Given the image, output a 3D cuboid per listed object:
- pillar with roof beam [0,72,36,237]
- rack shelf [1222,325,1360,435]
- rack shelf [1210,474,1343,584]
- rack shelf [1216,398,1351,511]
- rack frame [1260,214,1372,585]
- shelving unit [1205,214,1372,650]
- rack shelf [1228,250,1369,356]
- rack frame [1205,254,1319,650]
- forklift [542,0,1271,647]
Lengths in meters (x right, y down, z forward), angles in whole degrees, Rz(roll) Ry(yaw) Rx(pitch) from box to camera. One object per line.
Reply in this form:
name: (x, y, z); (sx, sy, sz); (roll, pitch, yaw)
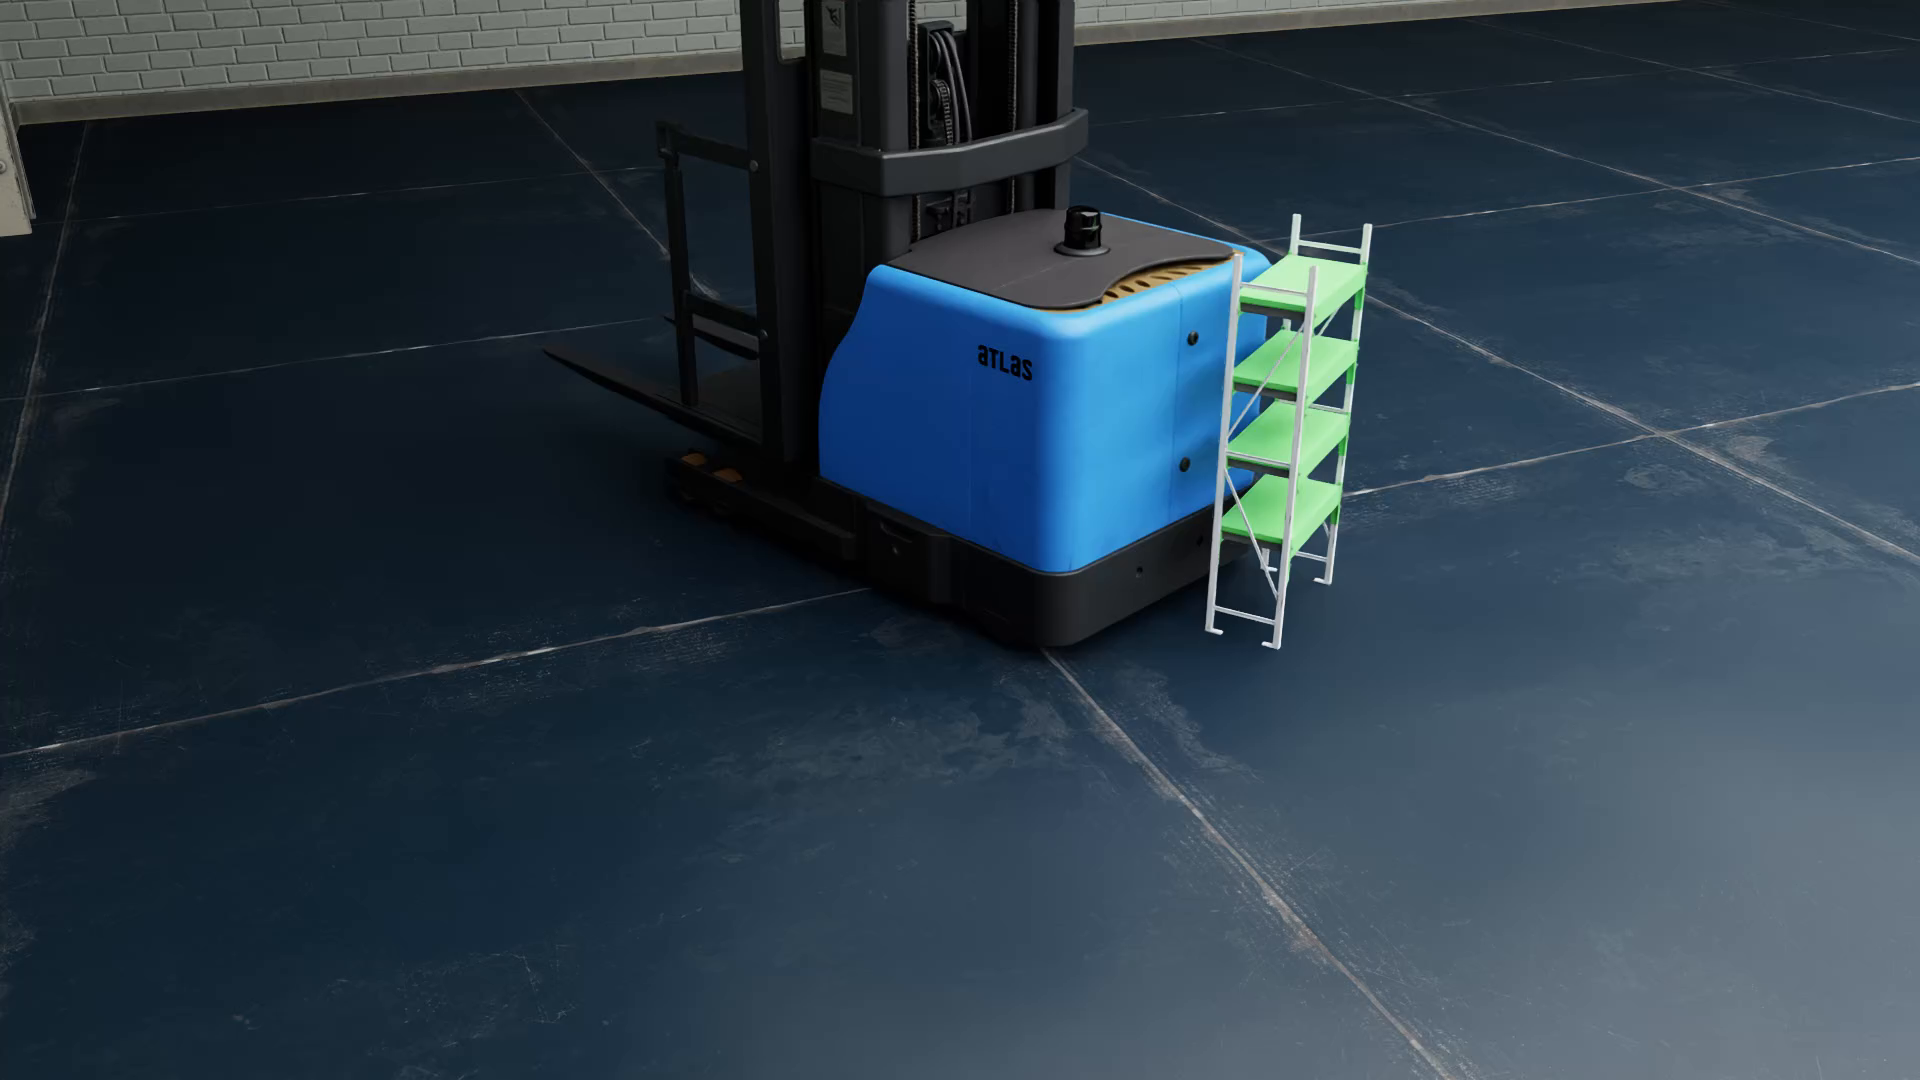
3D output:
pillar with roof beam: (-1.416, -6.539, 8.886); (9.100, 9.000, 0.400); (-11, 28, -21)
rack shelf: (0.993, -0.485, 4.973); (0.258, 0.148, 0.480); (14, 29, 26)
rack shelf: (0.991, -0.054, 5.184); (0.258, 0.148, 0.480); (14, 29, 26)
rack shelf: (0.992, -0.269, 5.079); (0.258, 0.148, 0.480); (14, 29, 26)
rack frame: (1.112, -0.420, 5.241); (0.240, 1.200, 0.015); (14, 29, 26)
shelving unit: (0.992, -0.327, 5.051); (0.258, 1.200, 0.503); (14, 29, 26)
rack shelf: (0.993, -0.700, 4.867); (0.258, 0.148, 0.480); (14, 29, 26)
rack frame: (0.872, -0.234, 4.860); (0.240, 1.200, 0.015); (14, 29, 26)
forklift: (-0.422, -1.547, 5.578); (3.031, 2.935, 1.130); (24, 35, 39)
